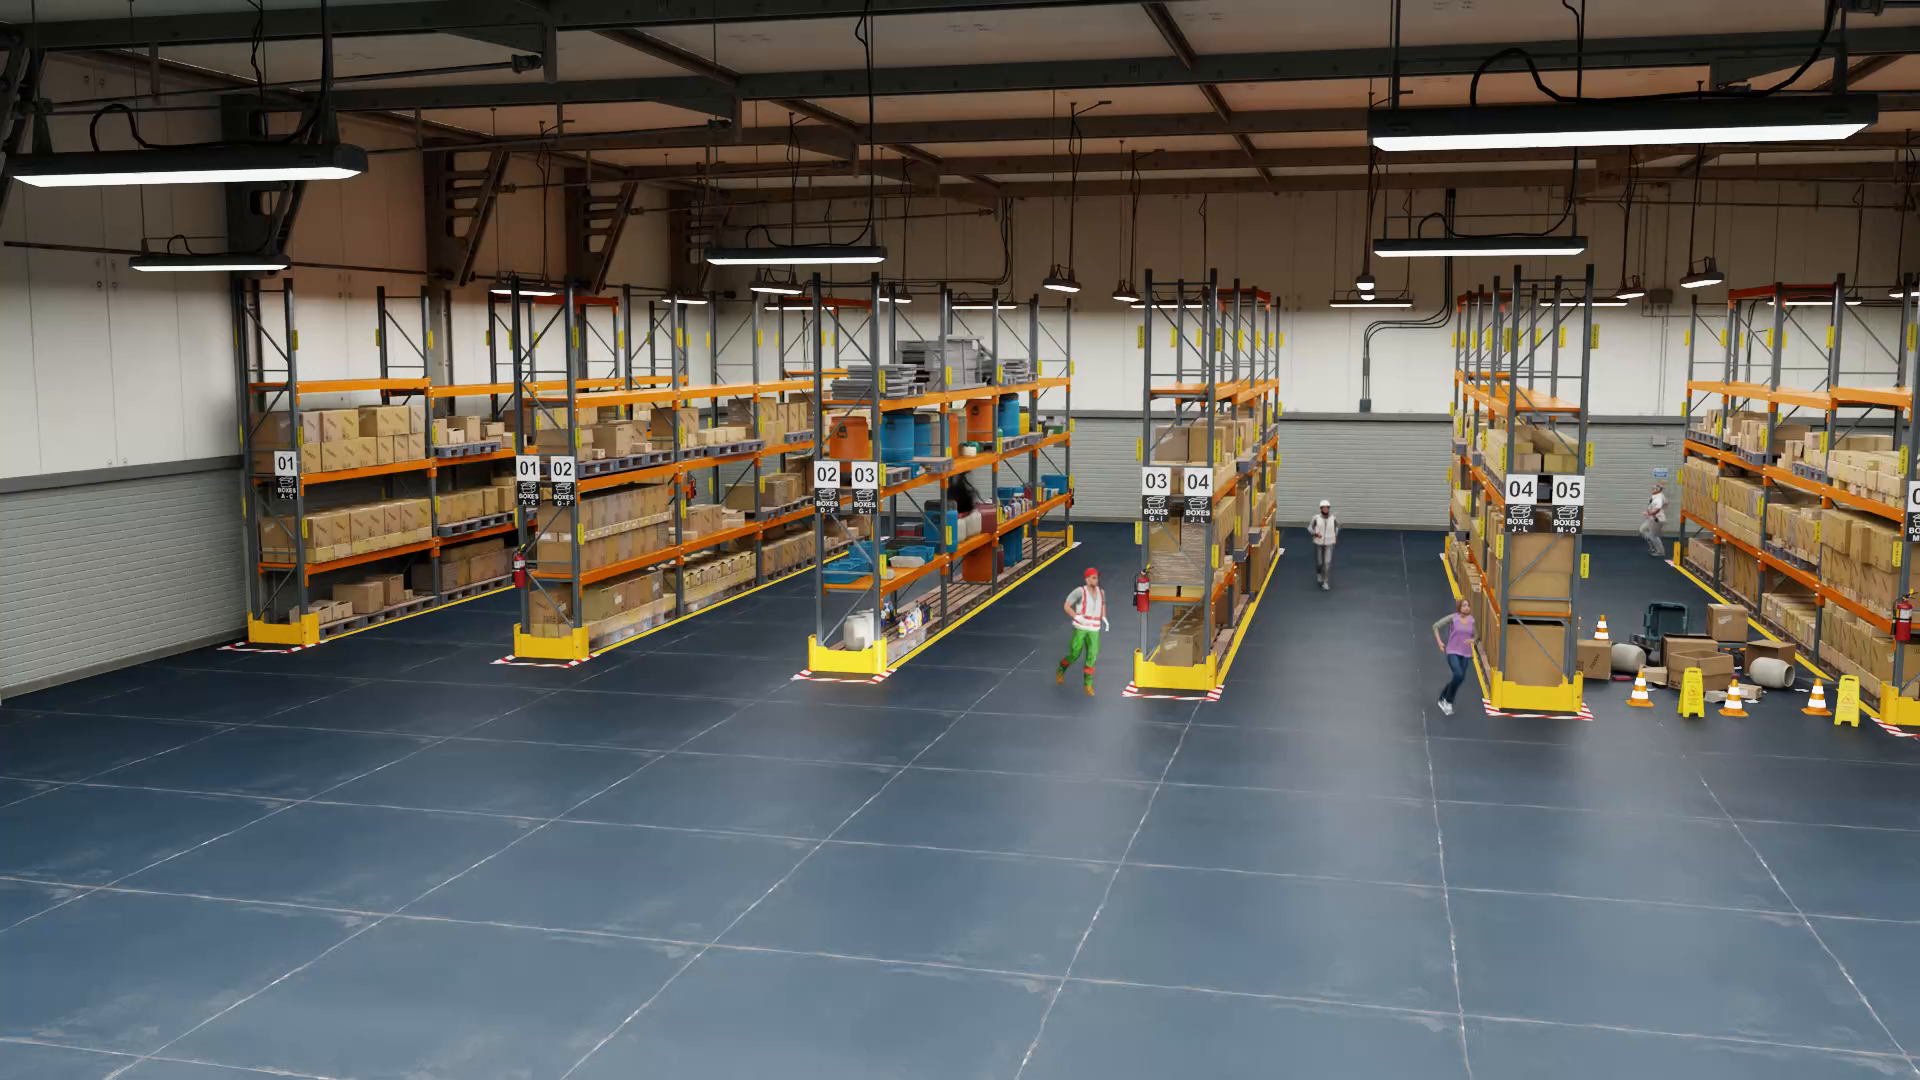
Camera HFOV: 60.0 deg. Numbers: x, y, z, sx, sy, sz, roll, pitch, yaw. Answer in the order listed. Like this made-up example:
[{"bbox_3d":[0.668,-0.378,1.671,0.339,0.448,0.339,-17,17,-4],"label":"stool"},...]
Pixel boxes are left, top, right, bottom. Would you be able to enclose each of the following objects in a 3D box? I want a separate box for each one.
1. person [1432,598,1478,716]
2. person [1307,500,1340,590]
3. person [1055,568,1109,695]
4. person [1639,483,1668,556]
[{"bbox_3d":[6.680,1.554,22.325,0.529,1.570,0.615,-2,7,-15],"label":"person"},{"bbox_3d":[7.383,0.076,33.792,0.657,1.780,0.897,1,7,9],"label":"person"},{"bbox_3d":[1.833,1.272,23.744,0.716,1.751,0.986,-3,7,-21],"label":"person"},{"bbox_3d":[16.068,-0.477,38.507,0.604,1.733,0.663,2,7,18],"label":"person"}]
